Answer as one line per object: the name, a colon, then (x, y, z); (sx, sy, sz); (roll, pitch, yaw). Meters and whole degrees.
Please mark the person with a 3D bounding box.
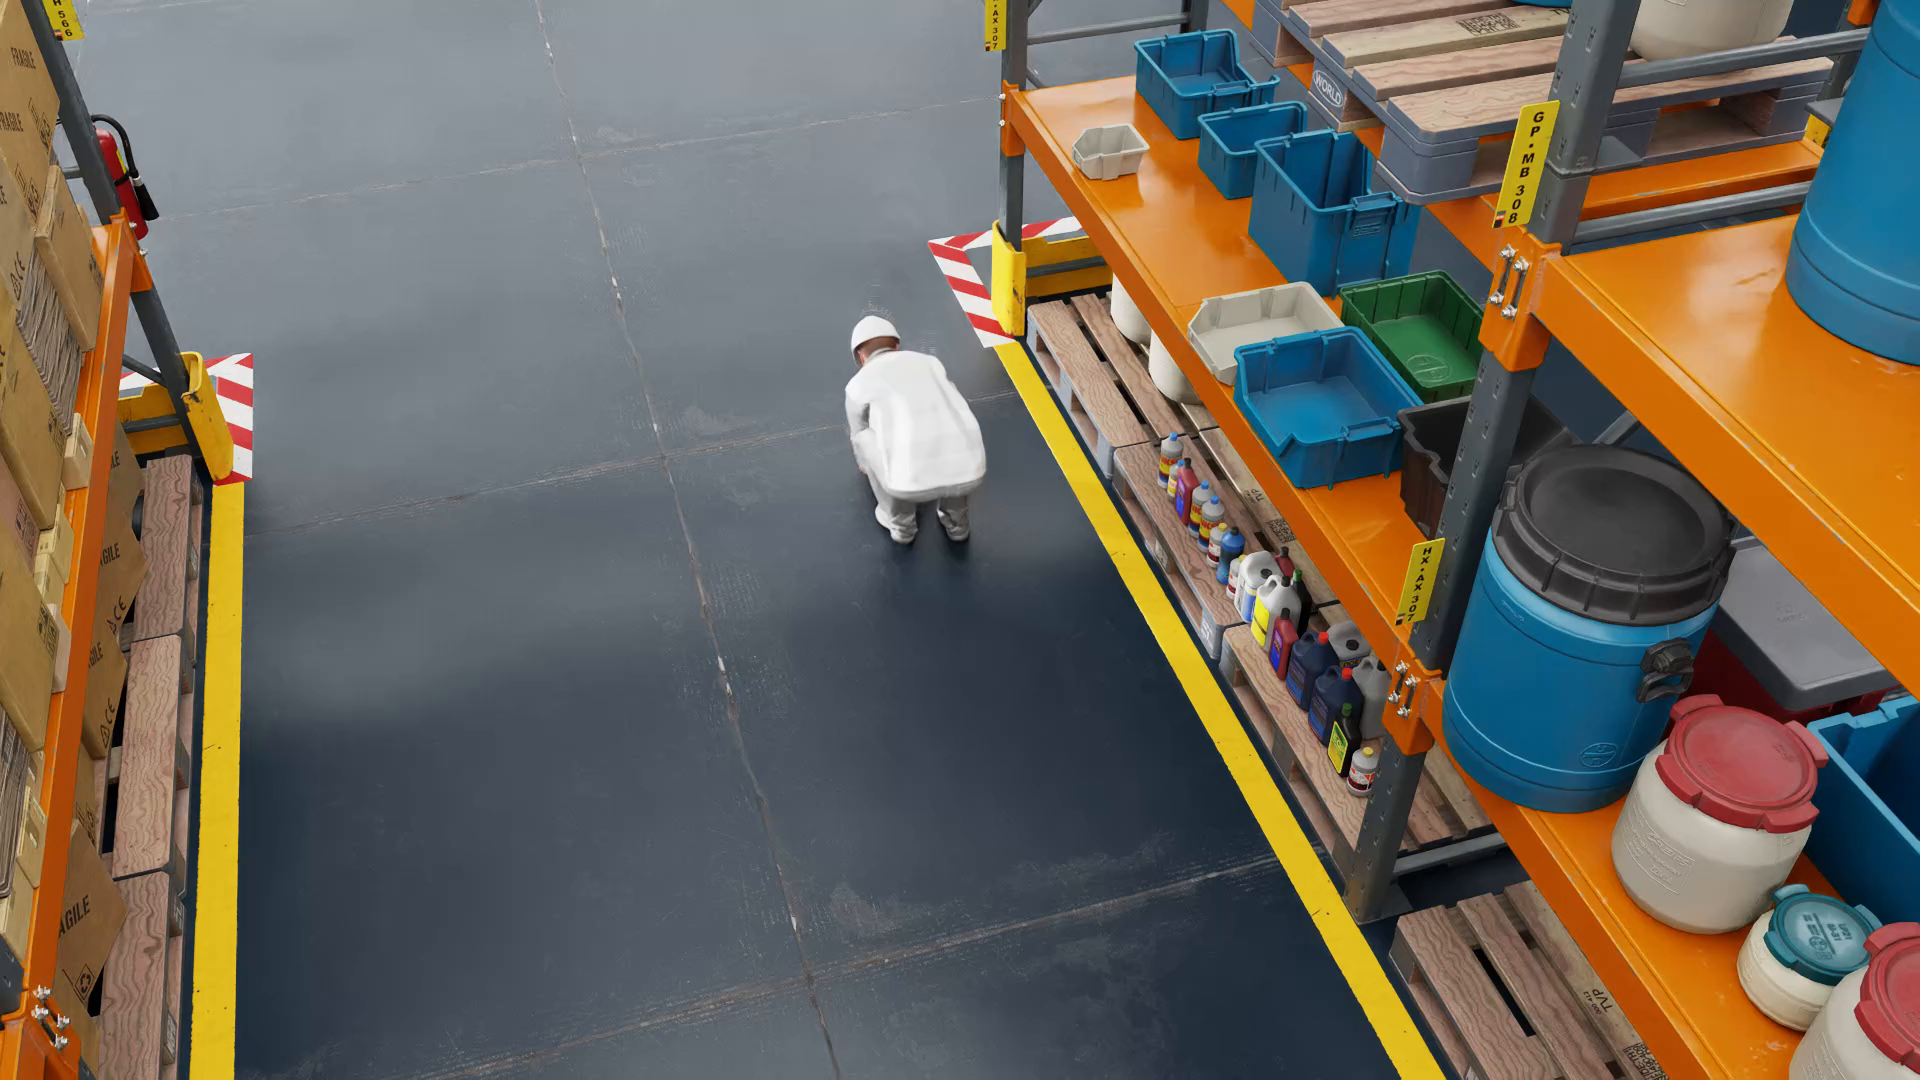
person: (-0.225, -0.441, 7.414); (0.509, 0.820, 0.974); (-13, 43, -14)
